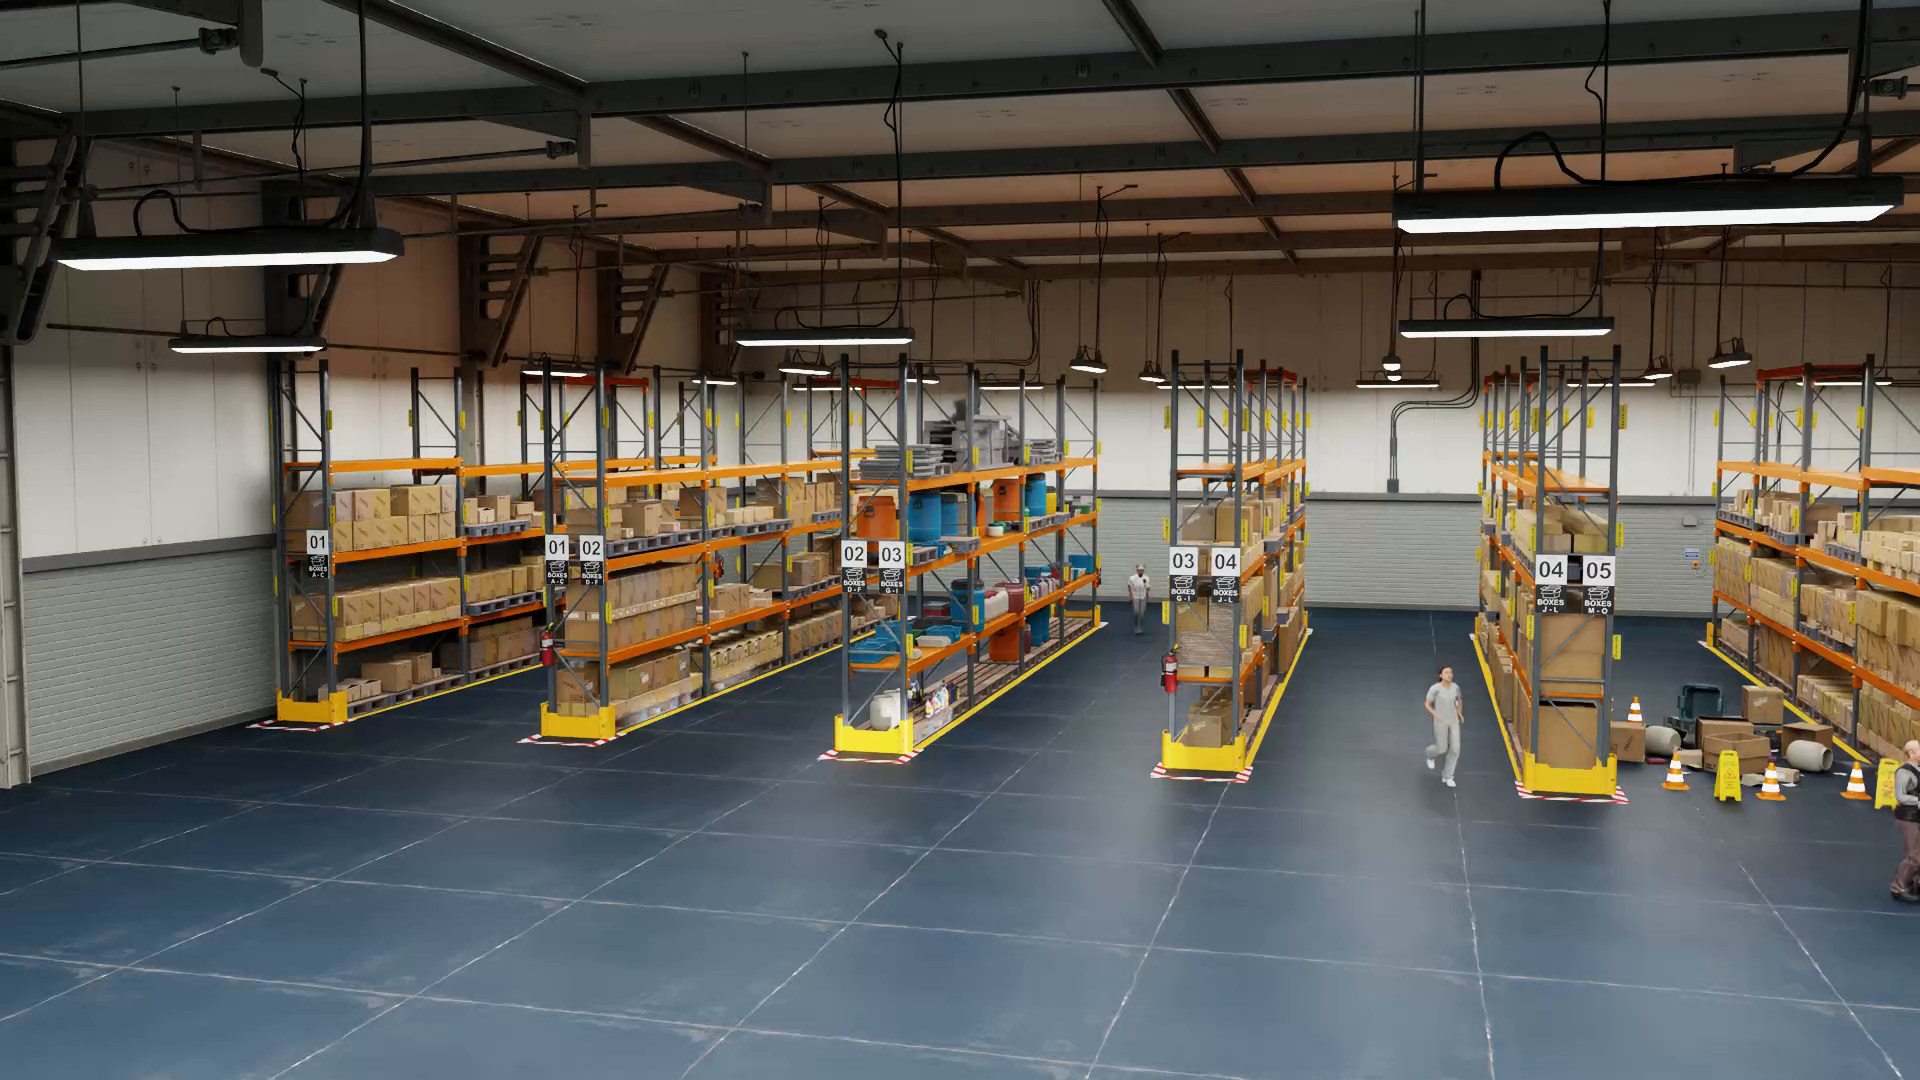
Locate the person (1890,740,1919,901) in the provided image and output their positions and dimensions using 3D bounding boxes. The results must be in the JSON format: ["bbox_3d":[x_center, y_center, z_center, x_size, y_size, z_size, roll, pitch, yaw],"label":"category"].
[{"bbox_3d":[9.940,2.918,17.153,0.646,1.693,0.610,-2,5,-28],"label":"person"}]

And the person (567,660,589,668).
[{"bbox_3d":[-6.777,2.005,29.754,0.730,1.726,0.594,1,4,18],"label":"person"}]

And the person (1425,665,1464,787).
[{"bbox_3d":[6.705,2.535,23.028,0.577,1.646,0.745,-1,4,-10],"label":"person"}]

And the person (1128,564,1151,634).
[{"bbox_3d":[4.209,1.384,39.000,0.523,1.668,0.725,0,4,-1],"label":"person"}]
